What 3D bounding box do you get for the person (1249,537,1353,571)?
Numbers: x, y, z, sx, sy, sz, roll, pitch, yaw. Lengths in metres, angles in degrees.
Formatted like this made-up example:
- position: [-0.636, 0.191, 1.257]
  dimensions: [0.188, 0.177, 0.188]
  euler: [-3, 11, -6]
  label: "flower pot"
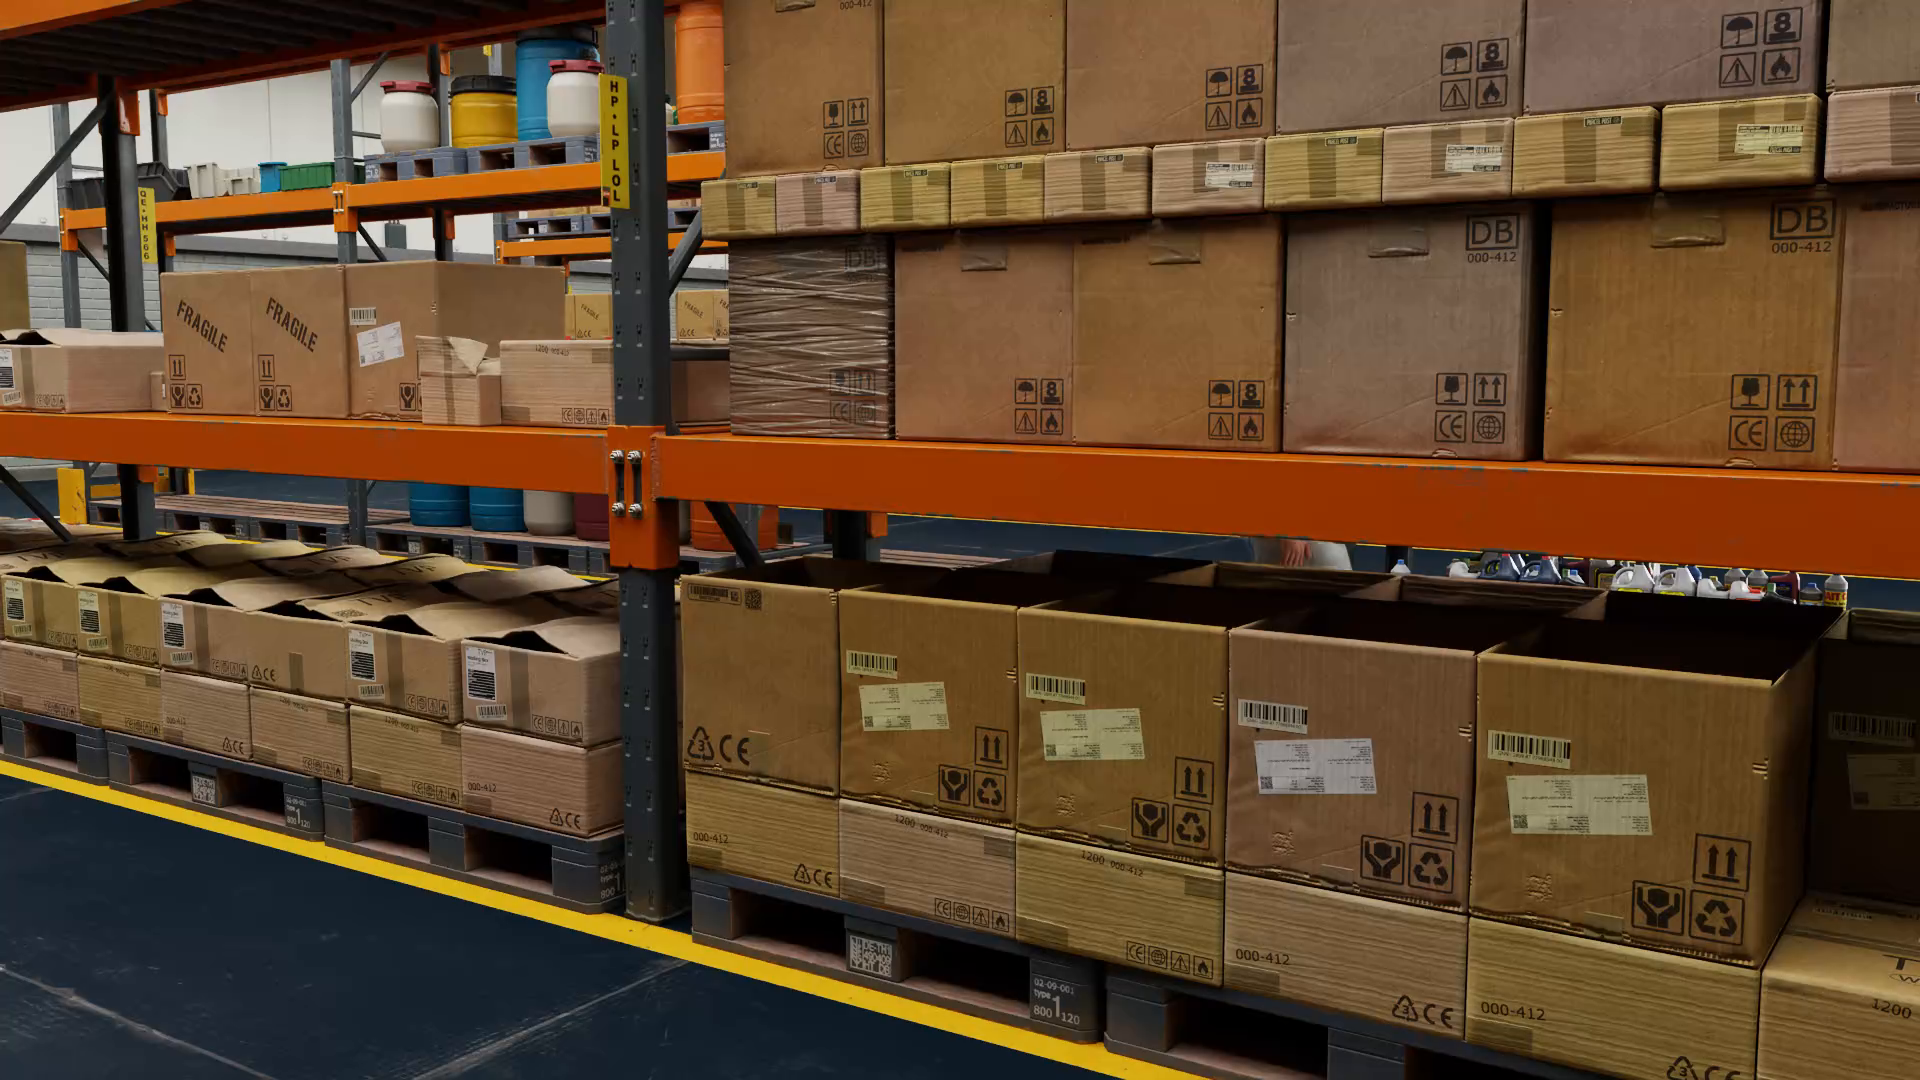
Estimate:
- position: [1.203, -0.029, 5.923]
  dimensions: [0.475, 1.761, 0.566]
  euler: [1, 6, 8]
  label: "person"
